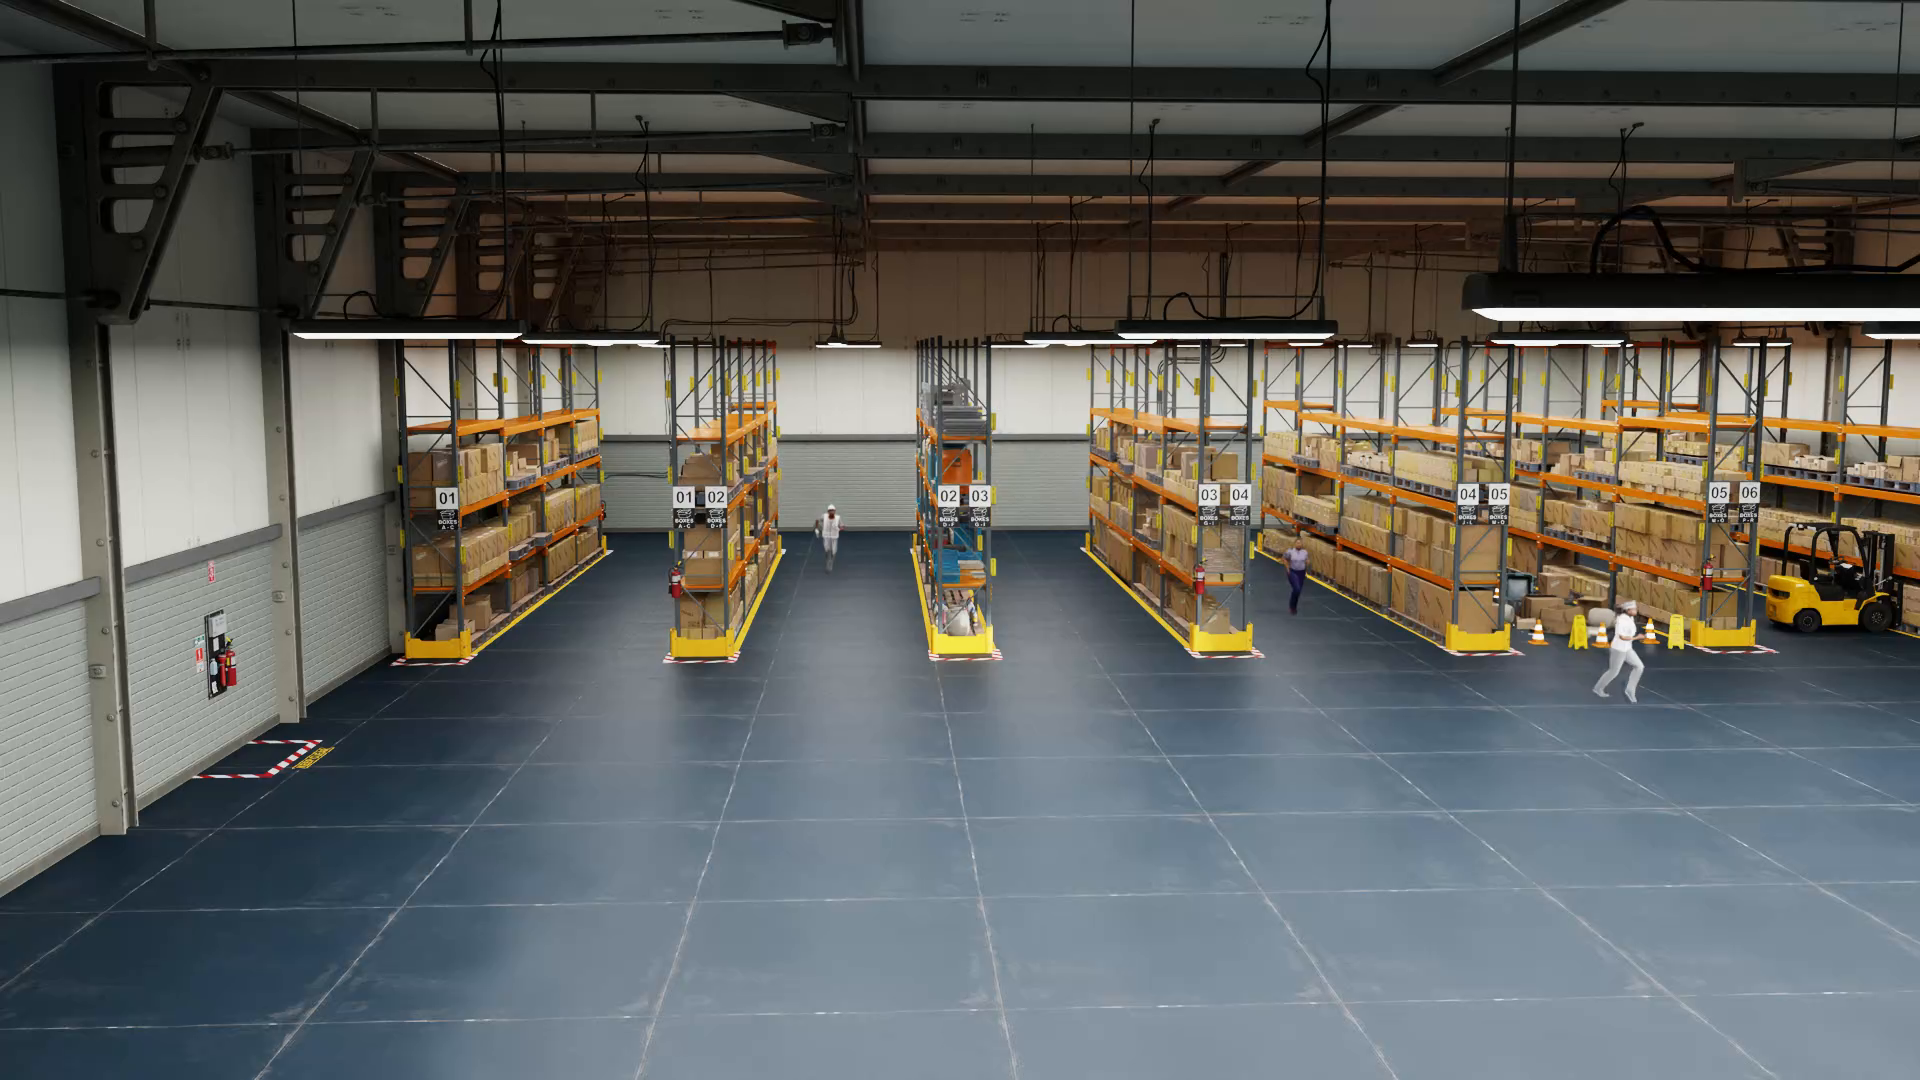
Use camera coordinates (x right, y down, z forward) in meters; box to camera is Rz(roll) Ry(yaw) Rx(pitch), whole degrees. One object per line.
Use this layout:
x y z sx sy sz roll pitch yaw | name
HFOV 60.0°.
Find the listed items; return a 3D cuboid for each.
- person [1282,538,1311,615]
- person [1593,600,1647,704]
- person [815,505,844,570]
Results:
7.376 0.850 36.345 0.560 1.620 0.710 -2 7 -14 | person
10.789 1.815 27.160 0.829 1.719 0.599 5 8 39 | person
-3.368 -0.054 43.030 0.726 1.706 0.762 -1 7 -7 | person
